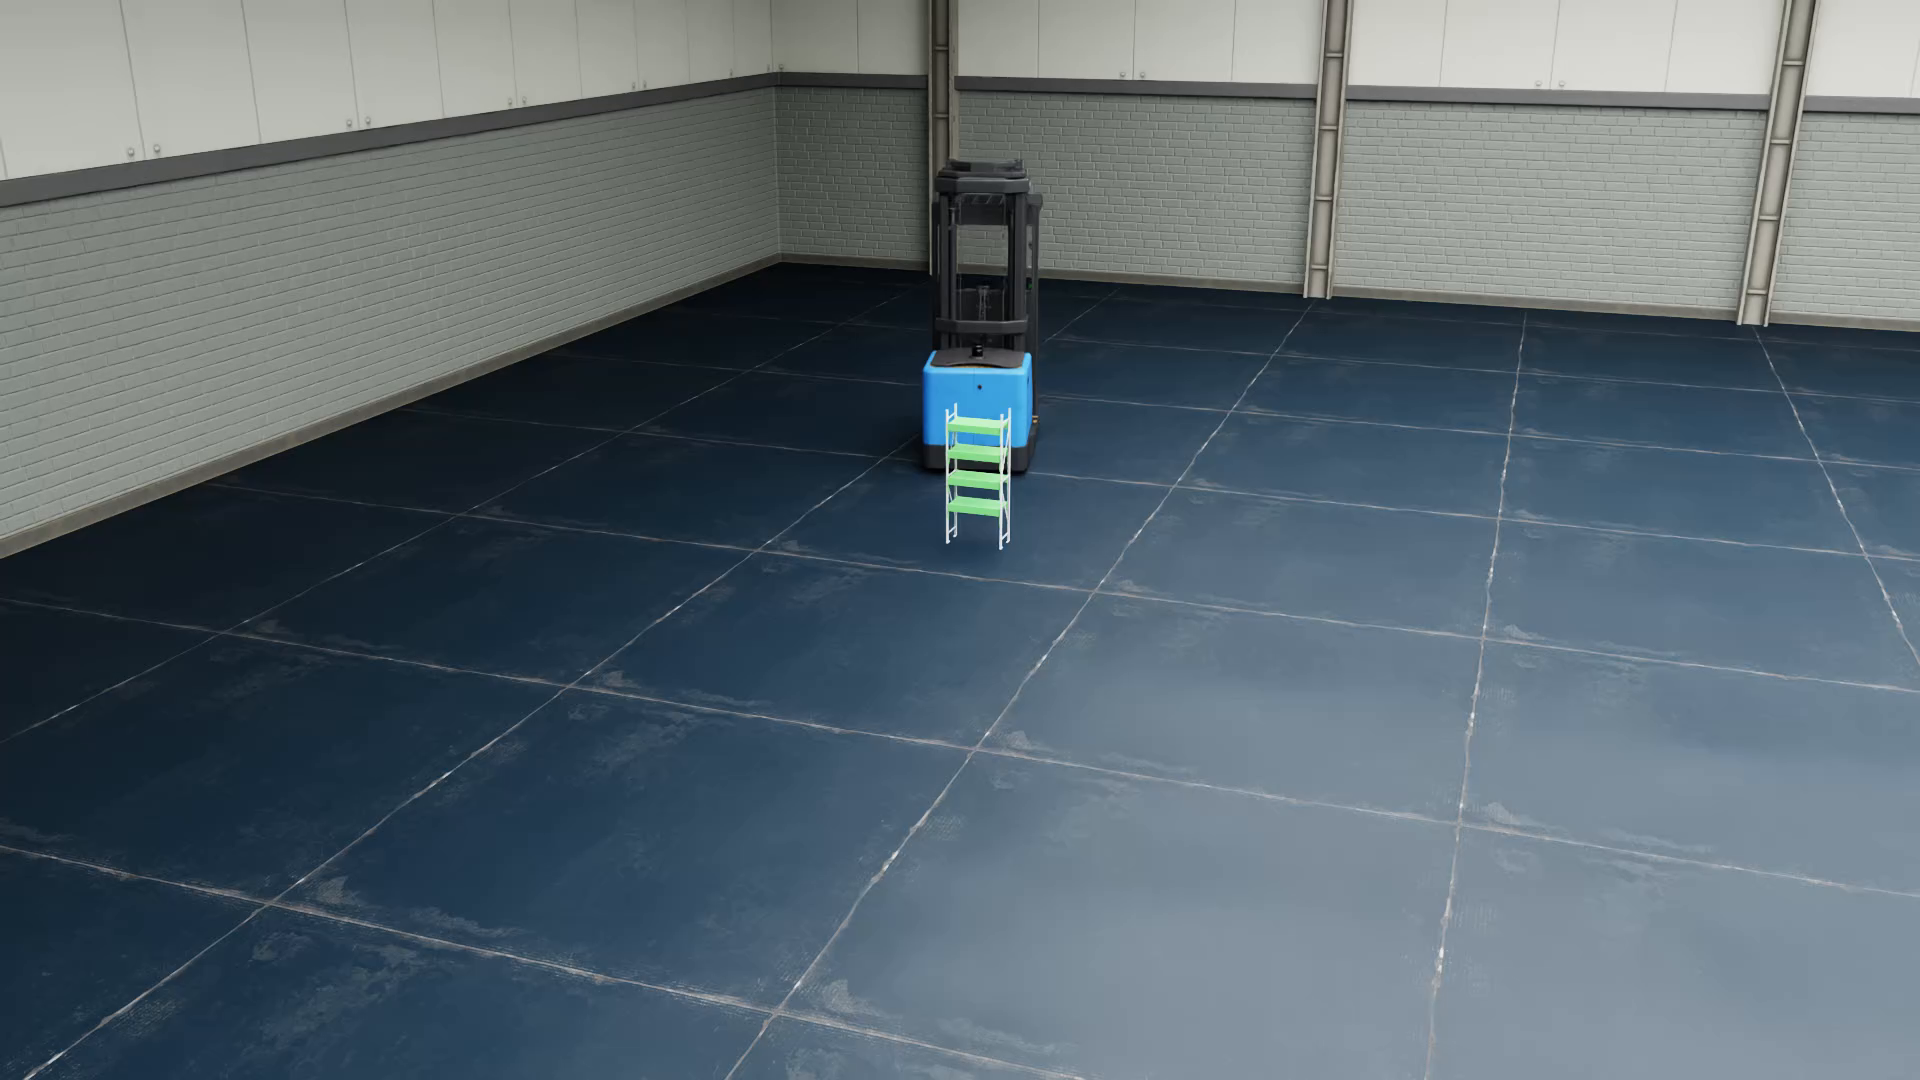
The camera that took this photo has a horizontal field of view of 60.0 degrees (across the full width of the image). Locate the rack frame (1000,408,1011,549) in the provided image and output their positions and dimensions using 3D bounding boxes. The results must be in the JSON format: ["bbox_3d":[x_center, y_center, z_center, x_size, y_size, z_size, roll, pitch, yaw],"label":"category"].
[{"bbox_3d":[0.387,-0.522,14.252,0.015,1.200,0.240,7,20,18],"label":"rack frame"}]

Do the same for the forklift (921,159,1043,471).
[{"bbox_3d":[0.280,-2.504,17.306,1.130,2.935,3.031,2,19,5],"label":"forklift"}]

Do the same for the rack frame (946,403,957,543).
[{"bbox_3d":[-0.074,-0.575,14.403,0.015,1.200,0.240,7,20,18],"label":"rack frame"}]

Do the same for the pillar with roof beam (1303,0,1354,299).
[{"bbox_3d":[3.995,-6.592,19.815,0.400,9.000,9.100,7,20,18],"label":"pillar with roof beam"}]

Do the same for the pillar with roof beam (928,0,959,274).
[{"bbox_3d":[-1.673,-7.240,21.675,0.400,9.000,9.100,7,20,18],"label":"pillar with roof beam"}]

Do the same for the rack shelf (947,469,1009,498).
[{"bbox_3d":[0.156,-0.488,14.348,0.480,0.148,0.258,7,20,18],"label":"rack shelf"}]

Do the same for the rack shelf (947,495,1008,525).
[{"bbox_3d":[0.156,-0.262,14.427,0.480,0.148,0.258,7,20,18],"label":"rack shelf"}]

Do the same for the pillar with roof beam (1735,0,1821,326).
[{"bbox_3d":[9.663,-5.944,17.956,0.400,9.000,9.100,7,20,18],"label":"pillar with roof beam"}]

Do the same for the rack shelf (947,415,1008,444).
[{"bbox_3d":[0.156,-0.942,14.190,0.480,0.148,0.258,7,20,18],"label":"rack shelf"}]

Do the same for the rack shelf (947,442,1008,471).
[{"bbox_3d":[0.156,-0.715,14.269,0.480,0.148,0.258,7,20,18],"label":"rack shelf"}]

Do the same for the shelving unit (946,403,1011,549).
[{"bbox_3d":[0.156,-0.549,14.327,0.503,1.200,0.258,7,20,18],"label":"shelving unit"}]
